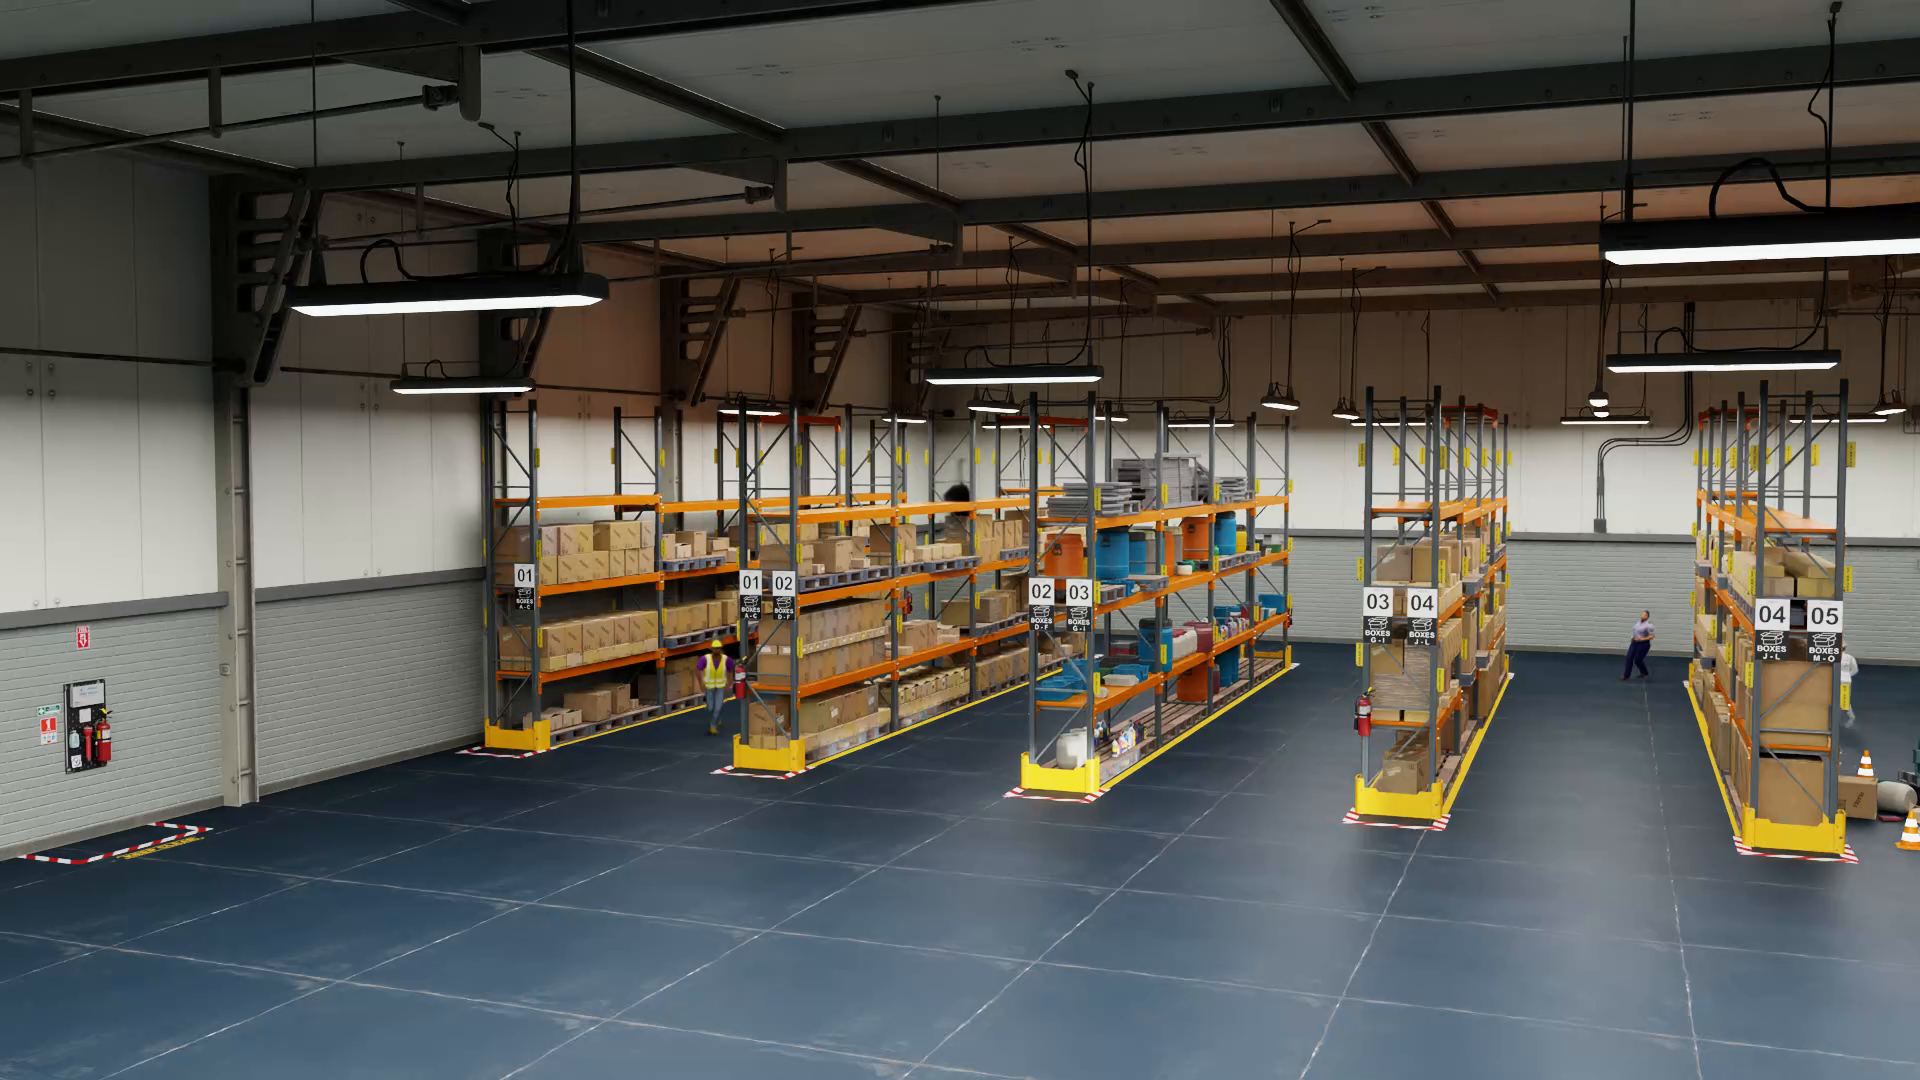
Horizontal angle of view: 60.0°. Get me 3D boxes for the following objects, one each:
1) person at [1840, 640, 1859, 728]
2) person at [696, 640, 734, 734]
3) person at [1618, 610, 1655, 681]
[{"bbox_3d":[16.320,2.672,30.756,0.610,1.648,0.706,0,3,9],"label":"person"},{"bbox_3d":[-4.455,2.663,30.283,0.699,1.702,0.588,0,3,-6],"label":"person"},{"bbox_3d":[15.248,2.374,37.261,0.680,1.618,0.685,-1,3,-24],"label":"person"}]
